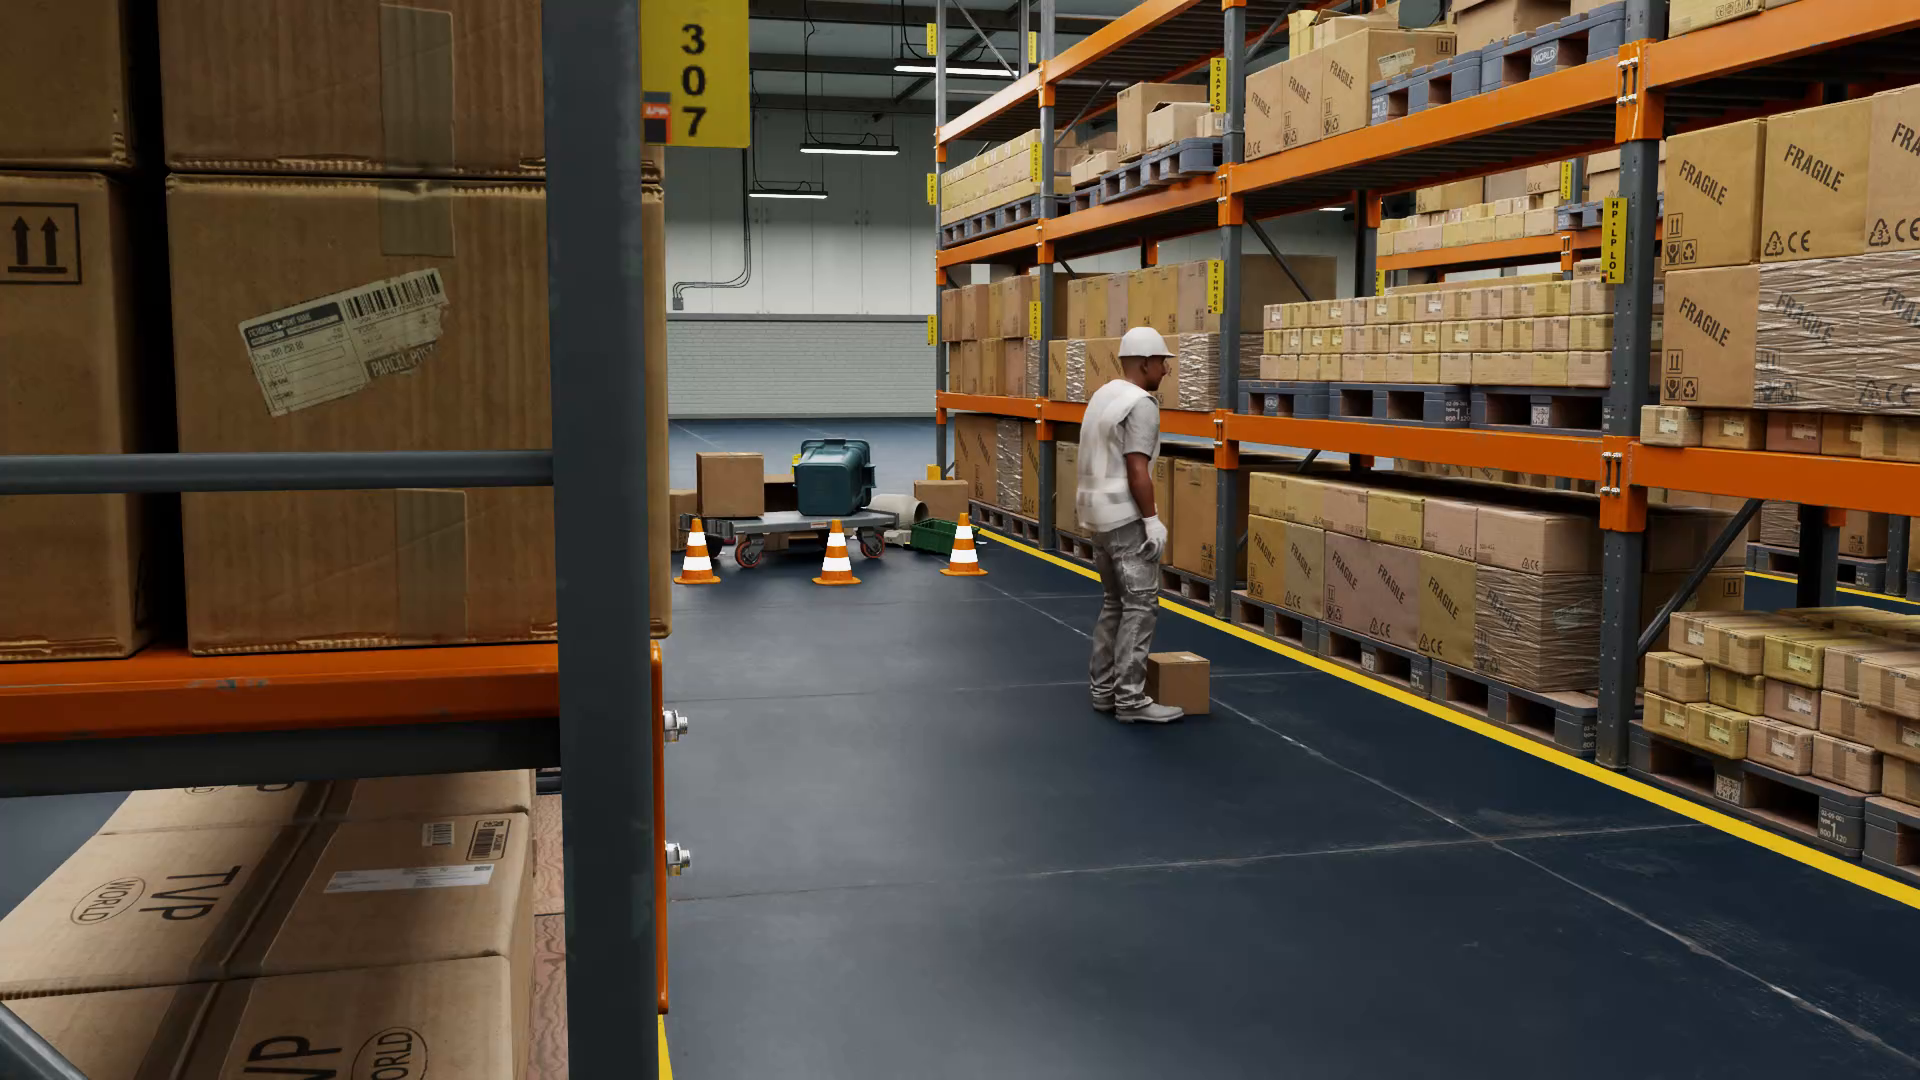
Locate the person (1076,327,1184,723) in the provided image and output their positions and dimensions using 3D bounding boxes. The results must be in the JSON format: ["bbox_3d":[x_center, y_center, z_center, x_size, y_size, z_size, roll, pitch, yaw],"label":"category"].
[{"bbox_3d":[0.774,-0.079,7.594,0.449,1.773,0.614,-2,6,-15],"label":"person"}]
